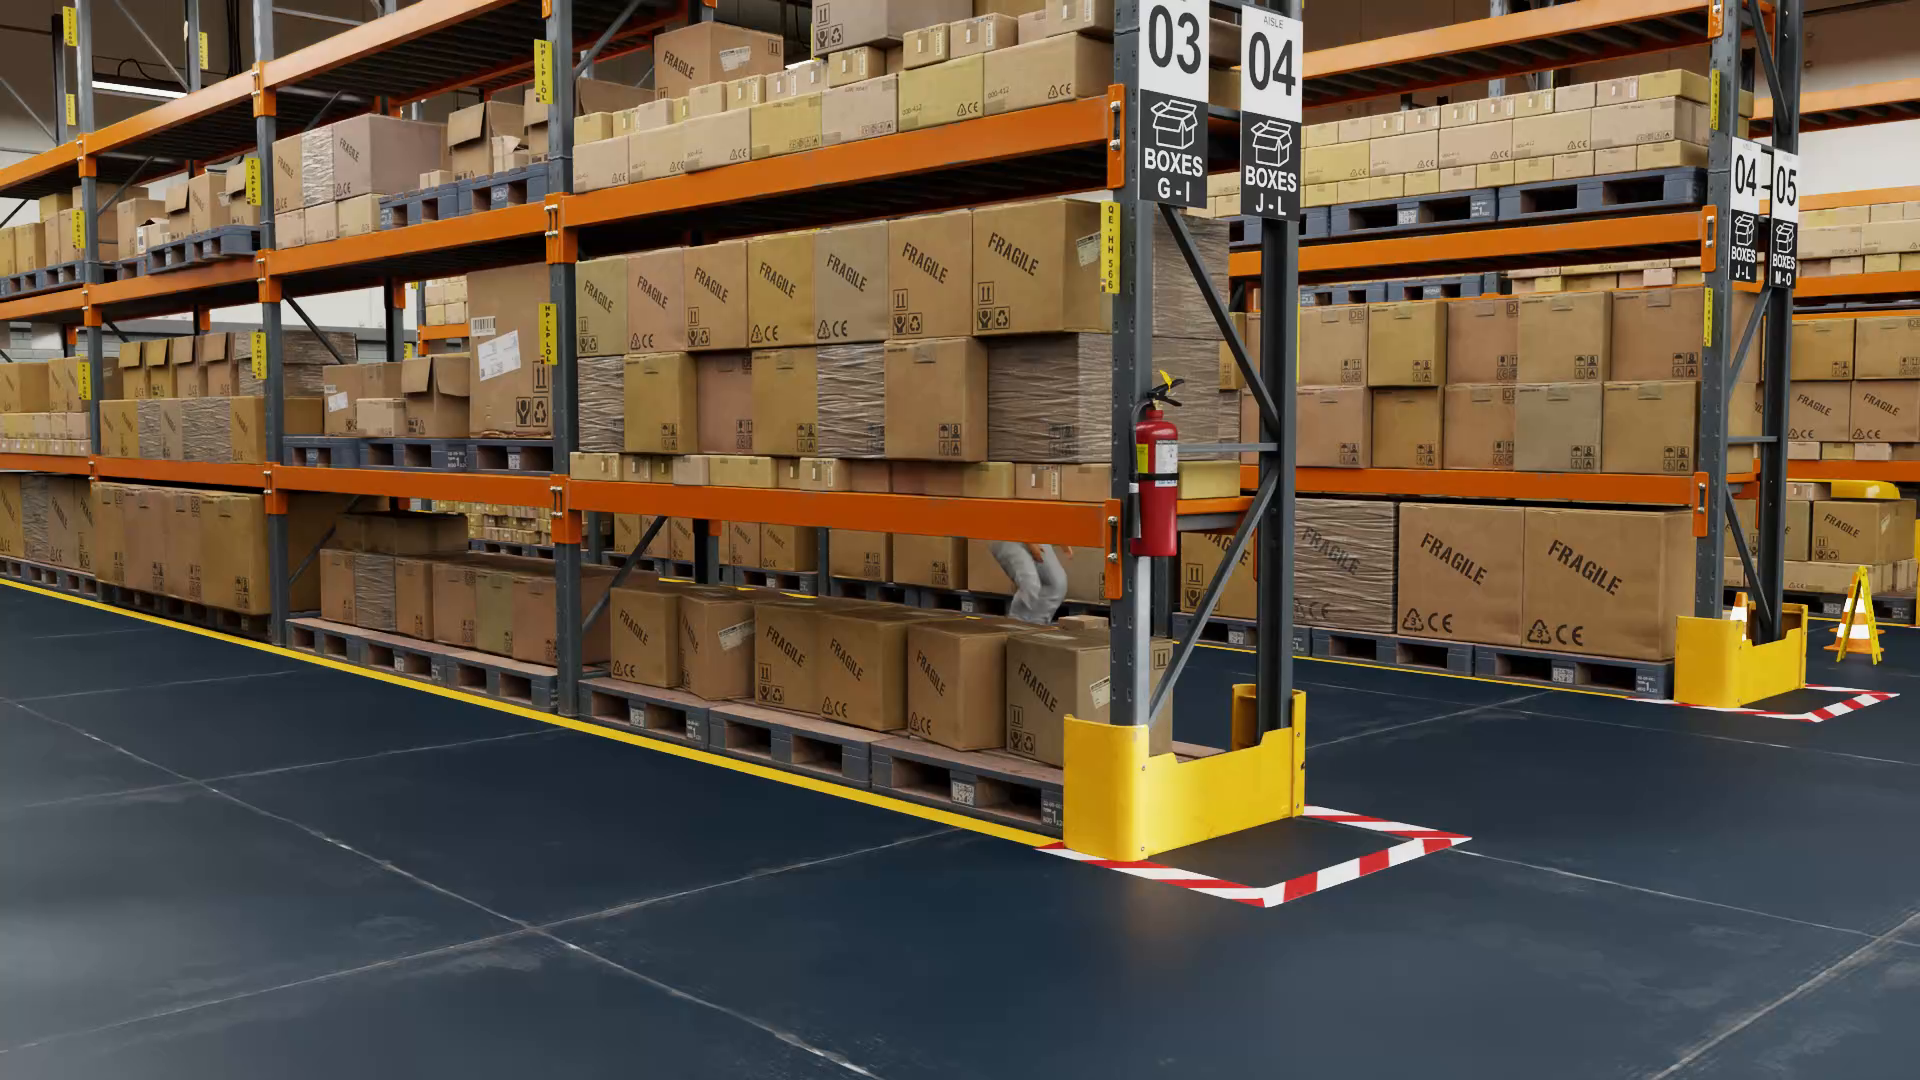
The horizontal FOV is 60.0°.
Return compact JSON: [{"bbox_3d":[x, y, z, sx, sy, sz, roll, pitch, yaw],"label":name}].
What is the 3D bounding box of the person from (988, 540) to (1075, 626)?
[{"bbox_3d":[0.530,0.032,11.826,0.632,1.502,0.525,3,5,36],"label":"person"}]
